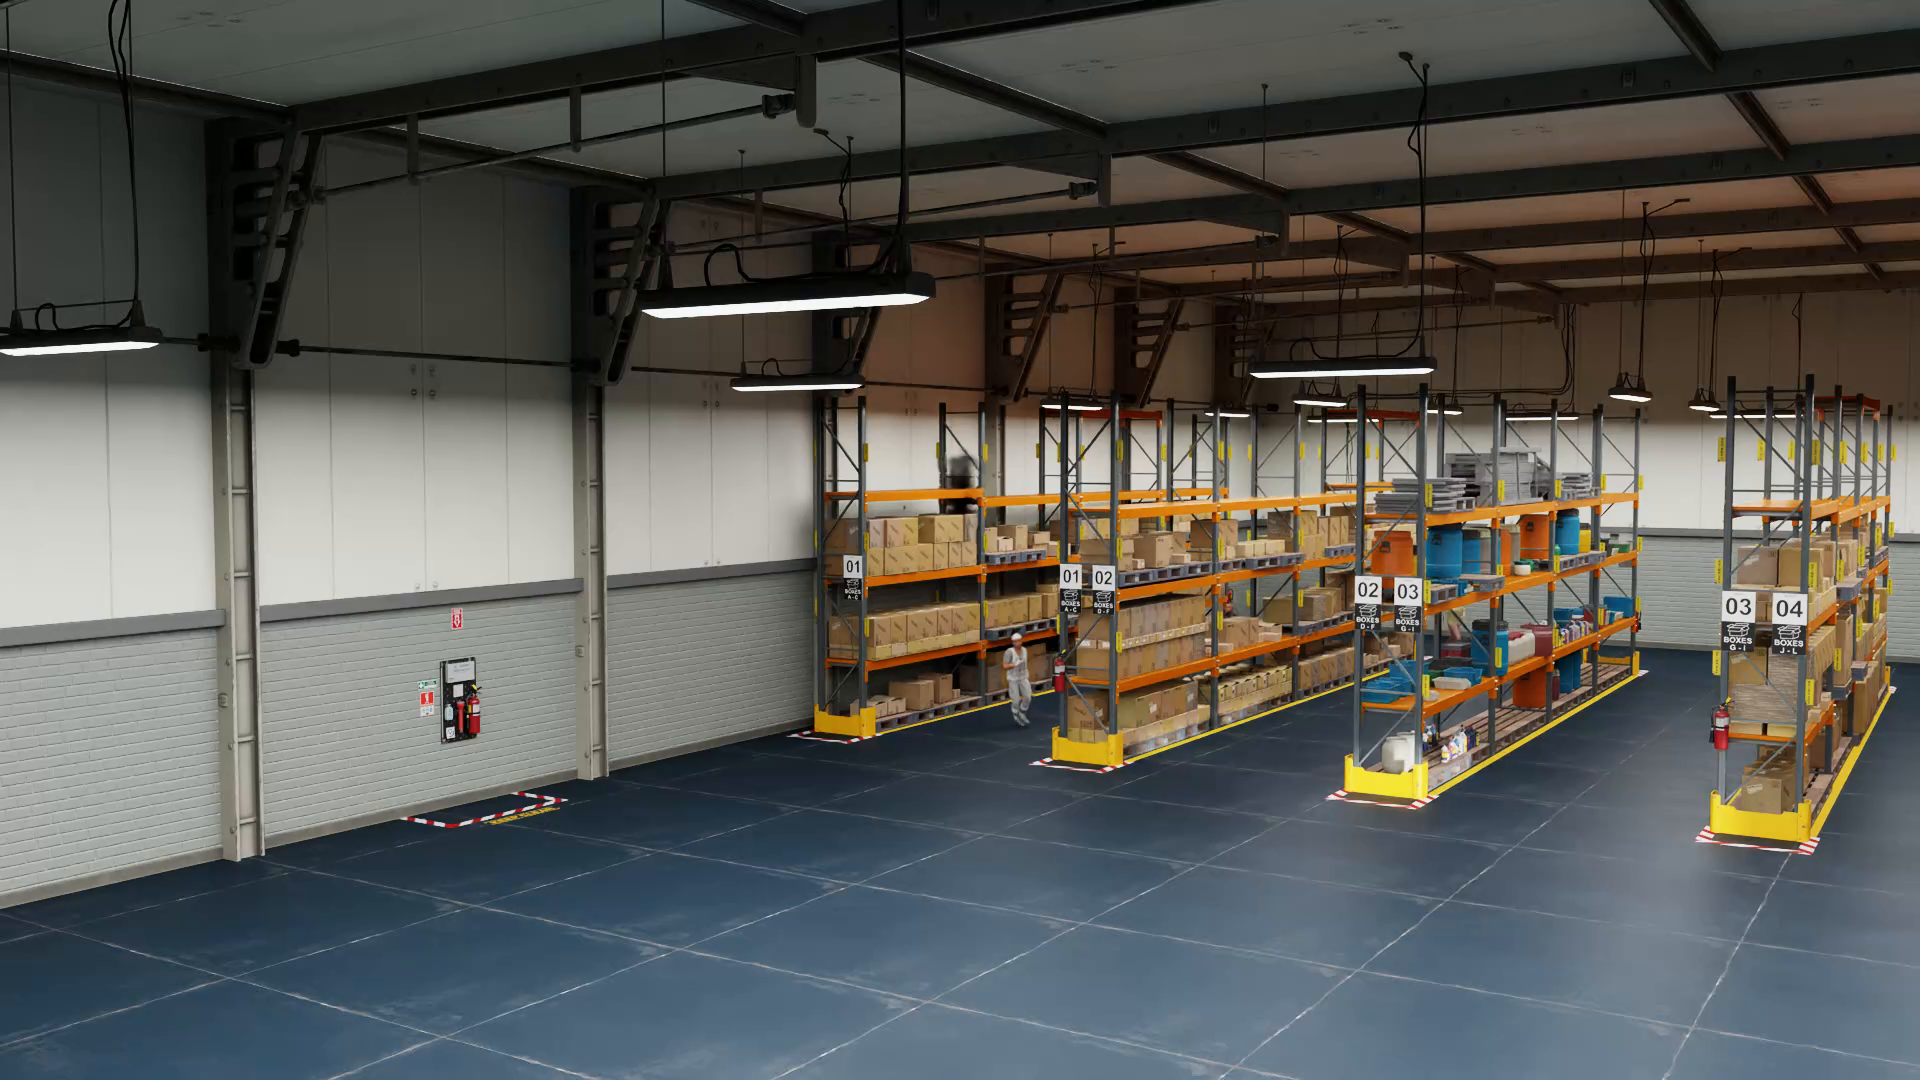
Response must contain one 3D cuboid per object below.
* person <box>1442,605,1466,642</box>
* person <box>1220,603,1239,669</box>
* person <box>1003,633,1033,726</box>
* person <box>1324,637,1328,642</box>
[{"bbox_3d":[12.006,2.049,40.498,0.557,1.647,0.883,-1,3,-22],"label":"person"},{"bbox_3d":[5.857,2.226,36.491,0.638,1.682,0.648,2,4,31],"label":"person"},{"bbox_3d":[1.019,2.553,30.248,0.566,1.745,0.870,-1,3,-14],"label":"person"},{"bbox_3d":[9.124,2.090,42.540,0.555,1.281,1.159,-2,4,-37],"label":"person"}]
